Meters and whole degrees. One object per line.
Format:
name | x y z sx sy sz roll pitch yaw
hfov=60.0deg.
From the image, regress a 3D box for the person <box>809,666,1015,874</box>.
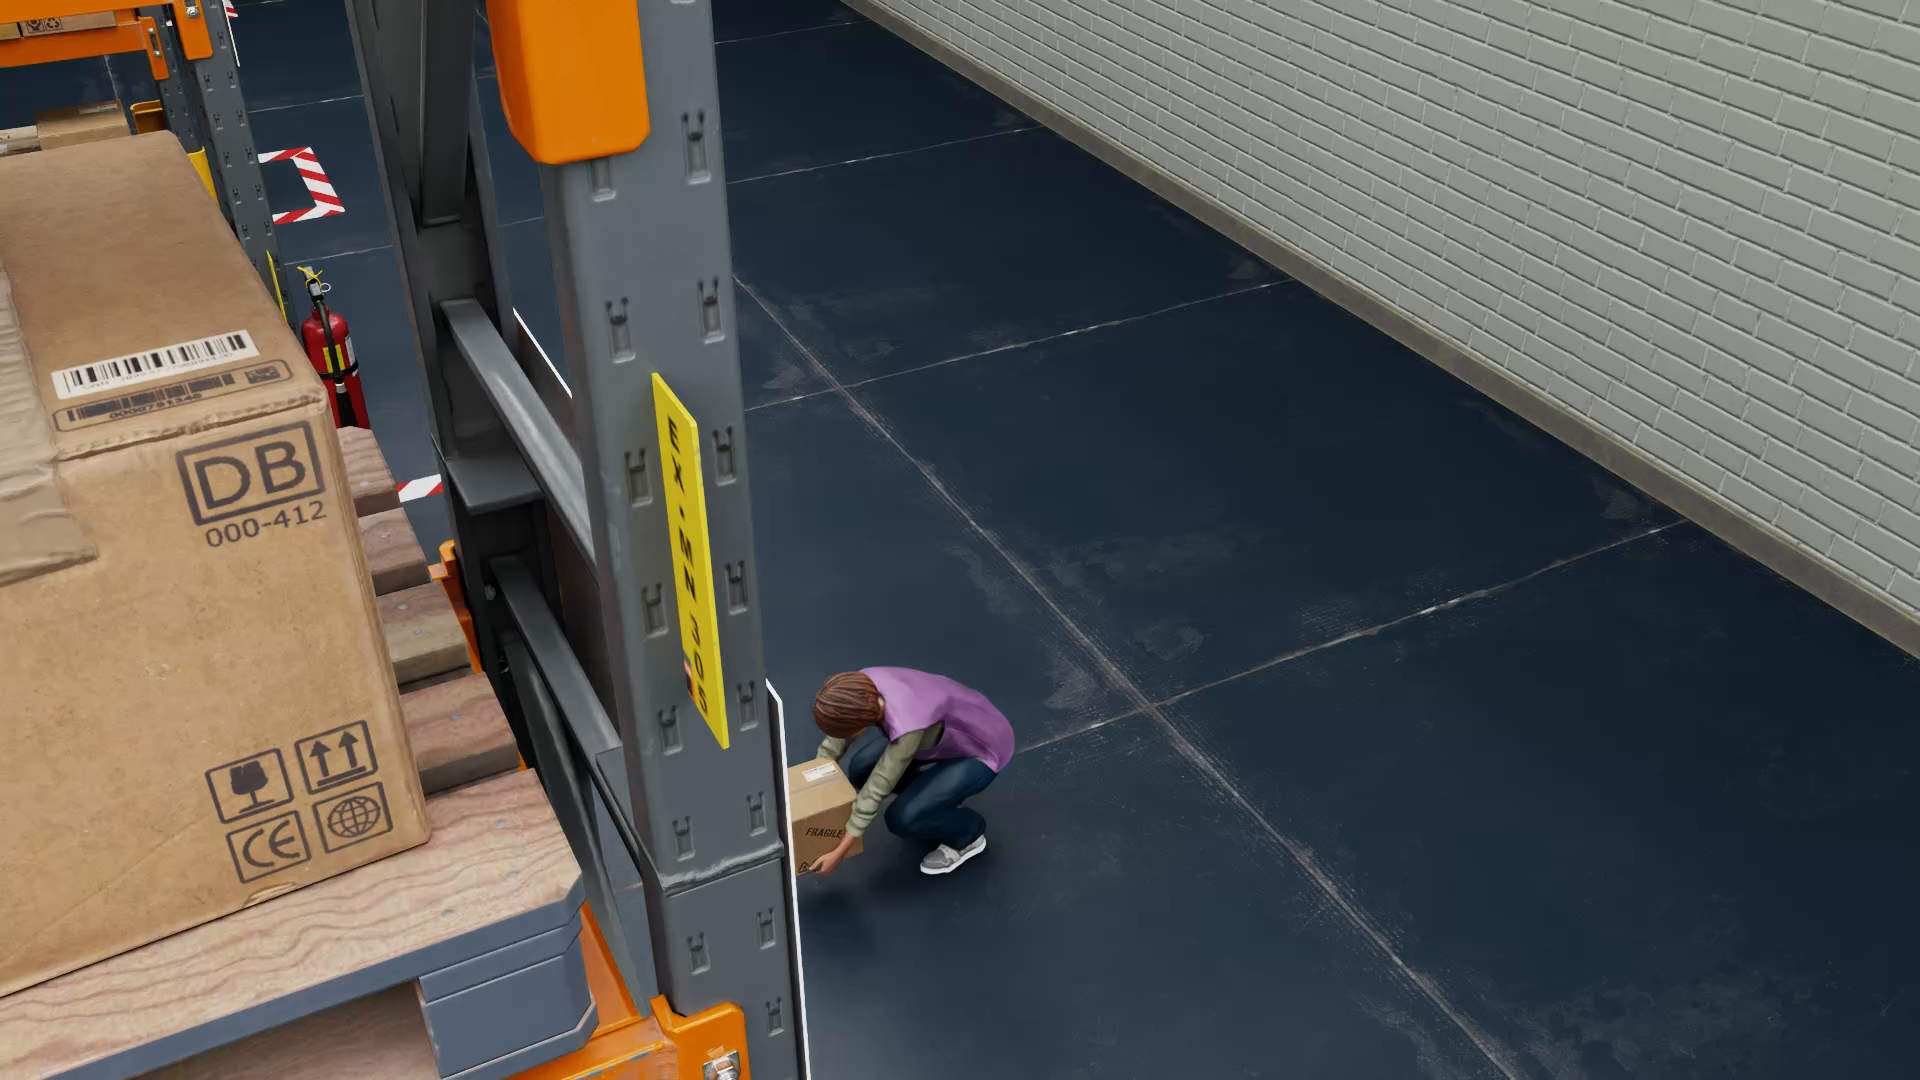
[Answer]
person | -0.196 0.745 5.674 0.832 0.890 0.424 -17 37 -23
